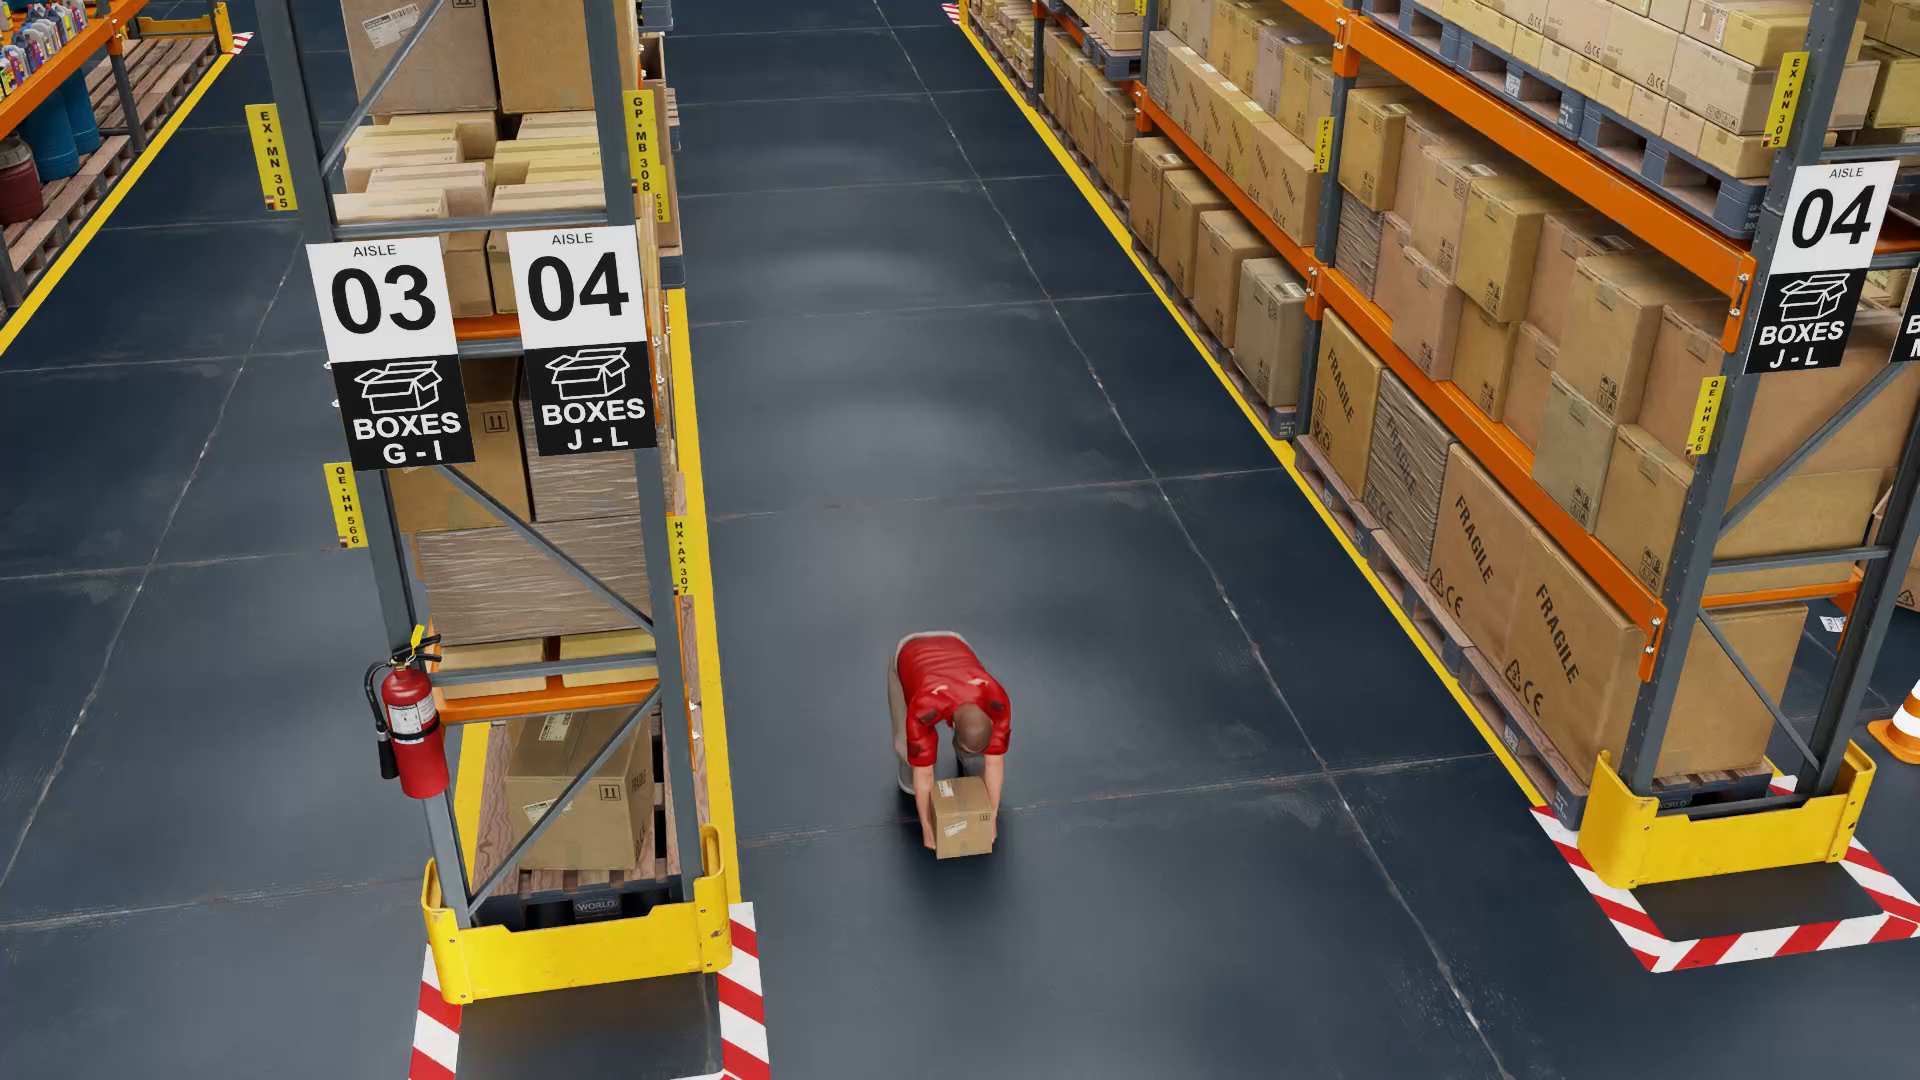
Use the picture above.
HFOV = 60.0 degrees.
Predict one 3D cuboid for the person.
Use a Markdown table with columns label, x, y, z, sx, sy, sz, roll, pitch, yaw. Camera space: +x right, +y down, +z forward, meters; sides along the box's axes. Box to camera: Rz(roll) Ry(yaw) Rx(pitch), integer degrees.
| label | x | y | z | sx | sy | sz | roll | pitch | yaw |
| --- | --- | --- | --- | --- | --- | --- | --- | --- | --- |
| person | -0.052 | 0.874 | 7.636 | 0.528 | 0.788 | 0.940 | -6 | 31 | -10 |
